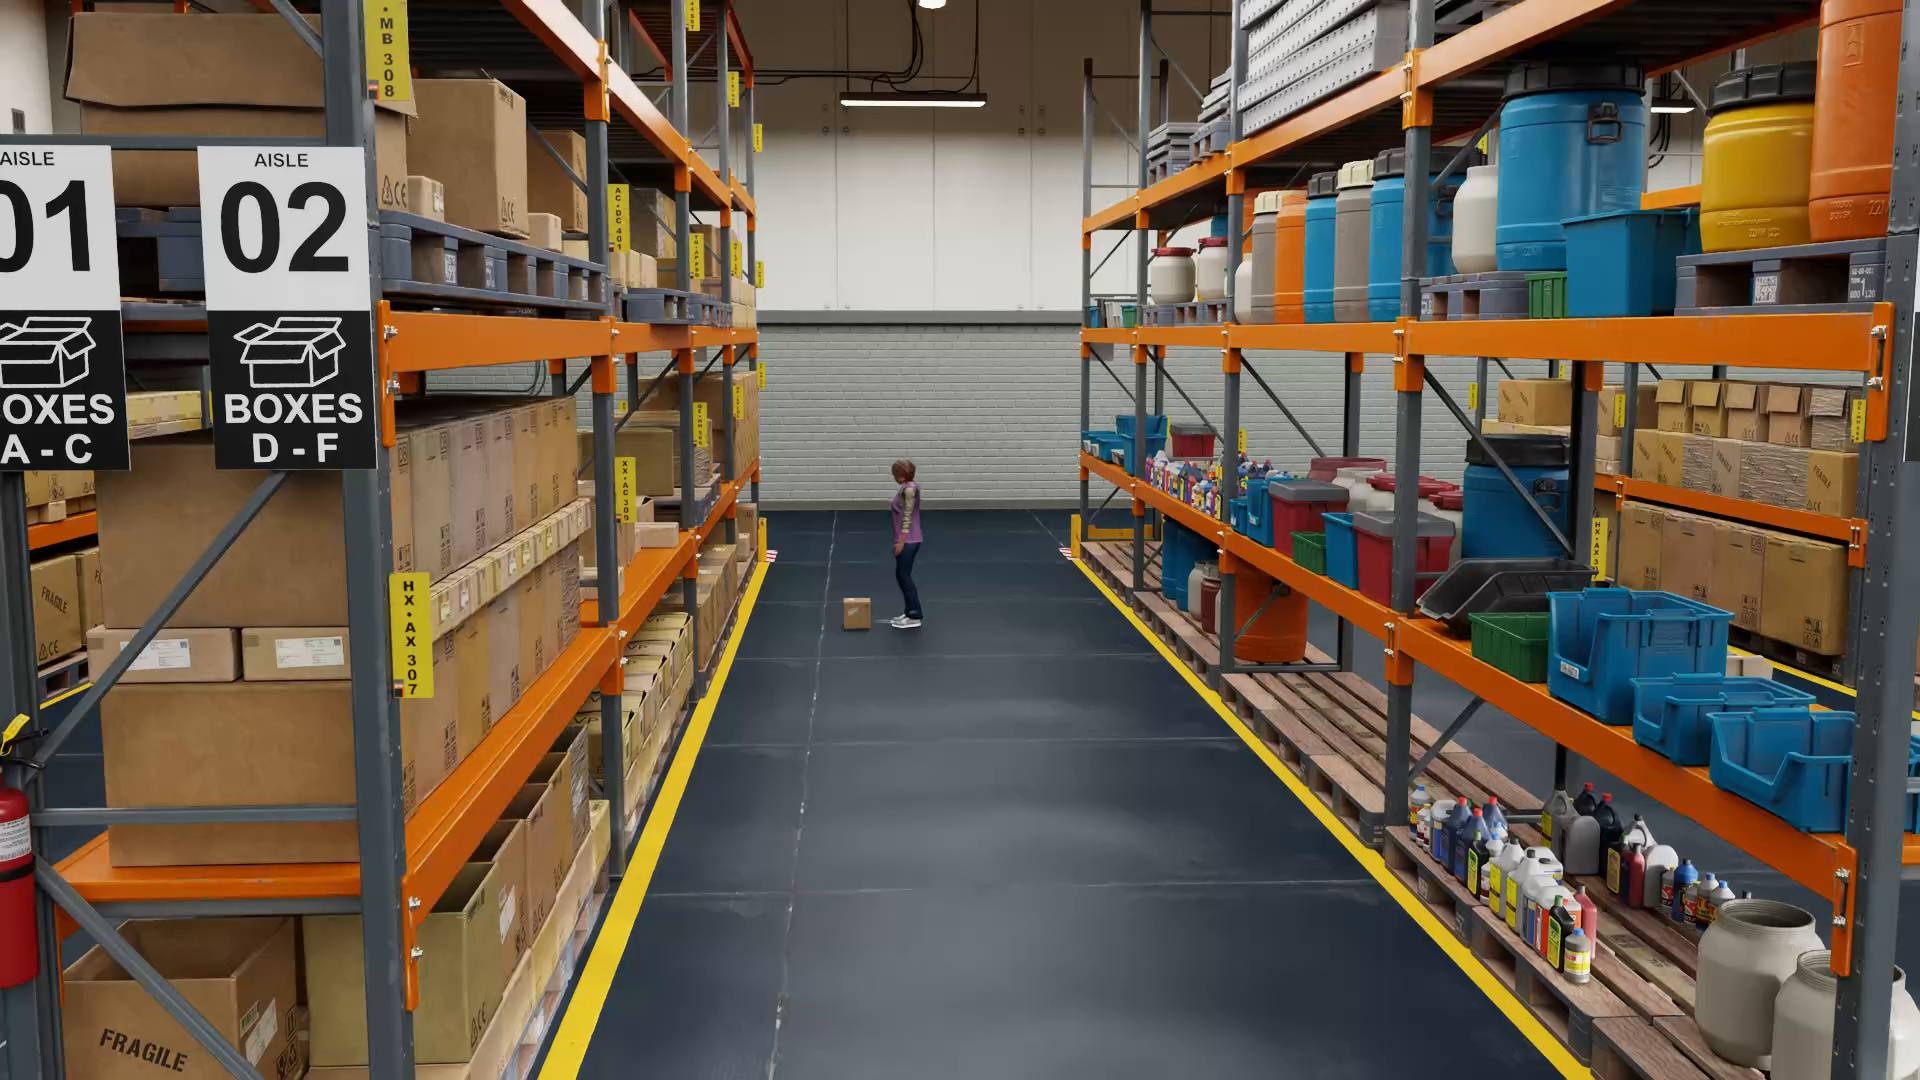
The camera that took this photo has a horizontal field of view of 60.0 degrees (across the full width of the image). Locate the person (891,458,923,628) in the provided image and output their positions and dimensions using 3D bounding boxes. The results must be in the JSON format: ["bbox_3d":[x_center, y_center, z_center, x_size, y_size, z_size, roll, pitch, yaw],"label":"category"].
[{"bbox_3d":[-0.496,0.037,15.615,0.306,1.576,0.409,0,7,-3],"label":"person"}]
